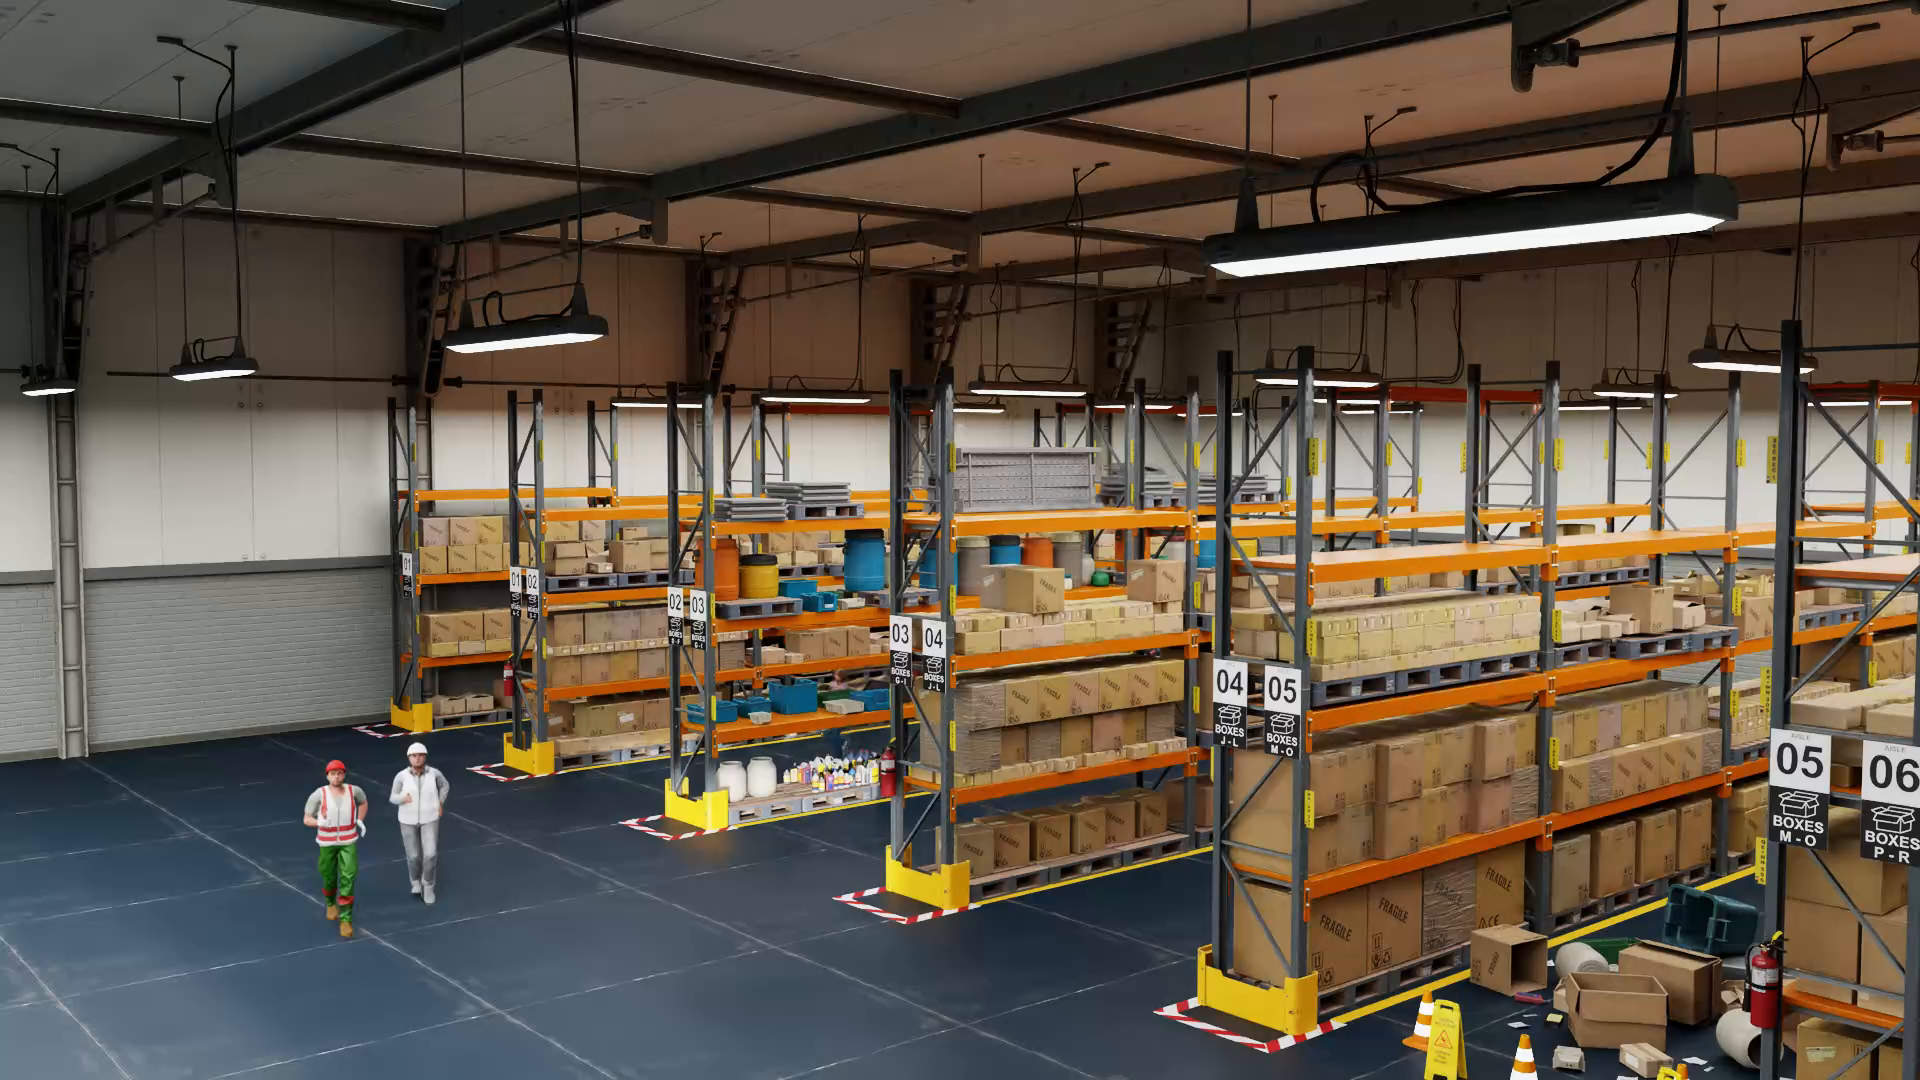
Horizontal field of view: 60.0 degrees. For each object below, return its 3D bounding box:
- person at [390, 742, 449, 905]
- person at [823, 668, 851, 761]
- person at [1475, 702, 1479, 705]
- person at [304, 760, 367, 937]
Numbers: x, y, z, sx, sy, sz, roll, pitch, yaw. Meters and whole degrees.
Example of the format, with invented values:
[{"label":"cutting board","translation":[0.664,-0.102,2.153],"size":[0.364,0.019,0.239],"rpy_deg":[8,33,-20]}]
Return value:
[{"label":"person","translation":[-6.081,3.190,18.725],"size":[0.637,1.814,0.711],"rpy_deg":[-1,3,-16]},{"label":"person","translation":[-1.963,2.833,26.691],"size":[0.507,1.552,0.509],"rpy_deg":[3,4,41]},{"label":"person","translation":[6.919,2.937,22.587],"size":[0.944,1.781,0.664],"rpy_deg":[-3,5,-43]},{"label":"person","translation":[-6.566,3.206,17.541],"size":[0.657,1.779,0.933],"rpy_deg":[-2,4,-25]}]
